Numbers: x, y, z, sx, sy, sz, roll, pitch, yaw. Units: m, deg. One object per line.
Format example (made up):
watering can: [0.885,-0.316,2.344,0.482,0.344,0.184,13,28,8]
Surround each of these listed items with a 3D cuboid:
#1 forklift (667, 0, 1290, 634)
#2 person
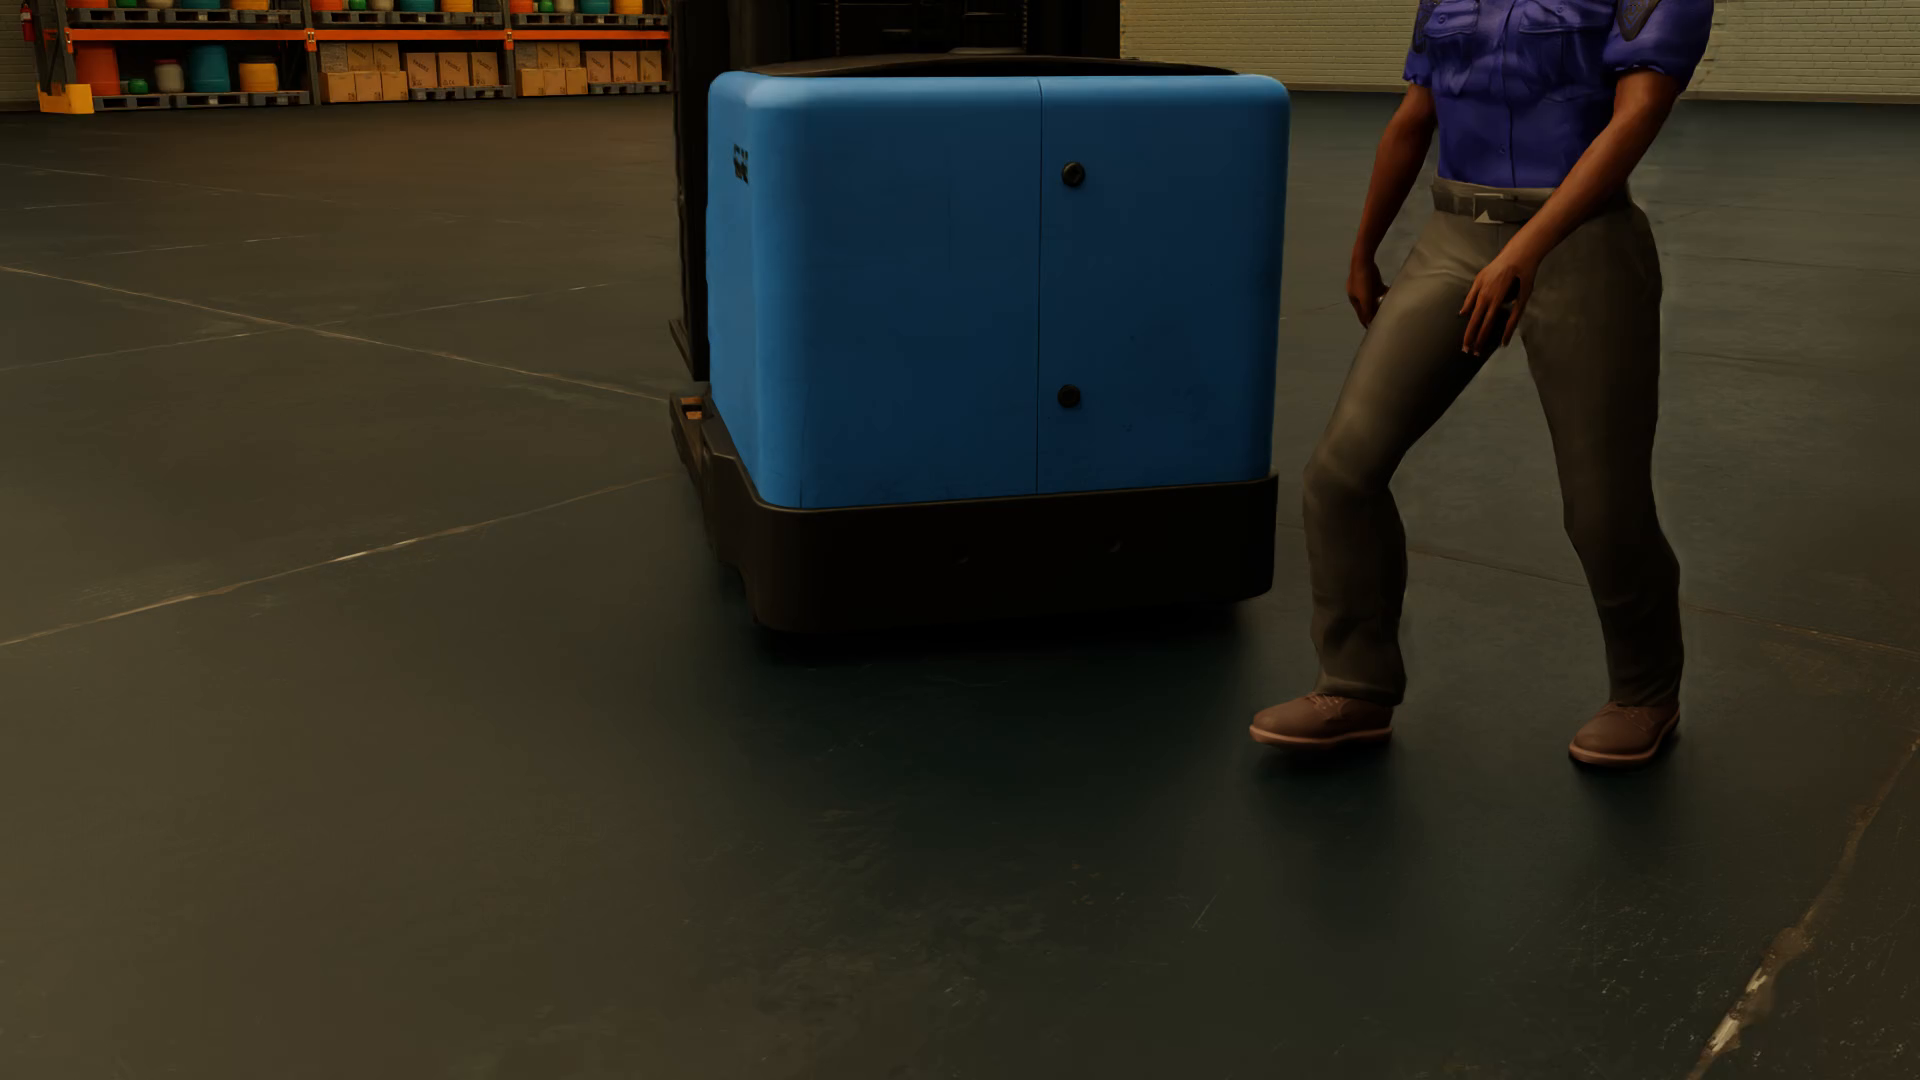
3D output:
forklift: [-0.211,-1.614,4.212,1.130,2.935,3.031,-4,17,-13]
person: [0.825,-0.423,2.604,0.681,1.594,0.605,-16,23,-42]
